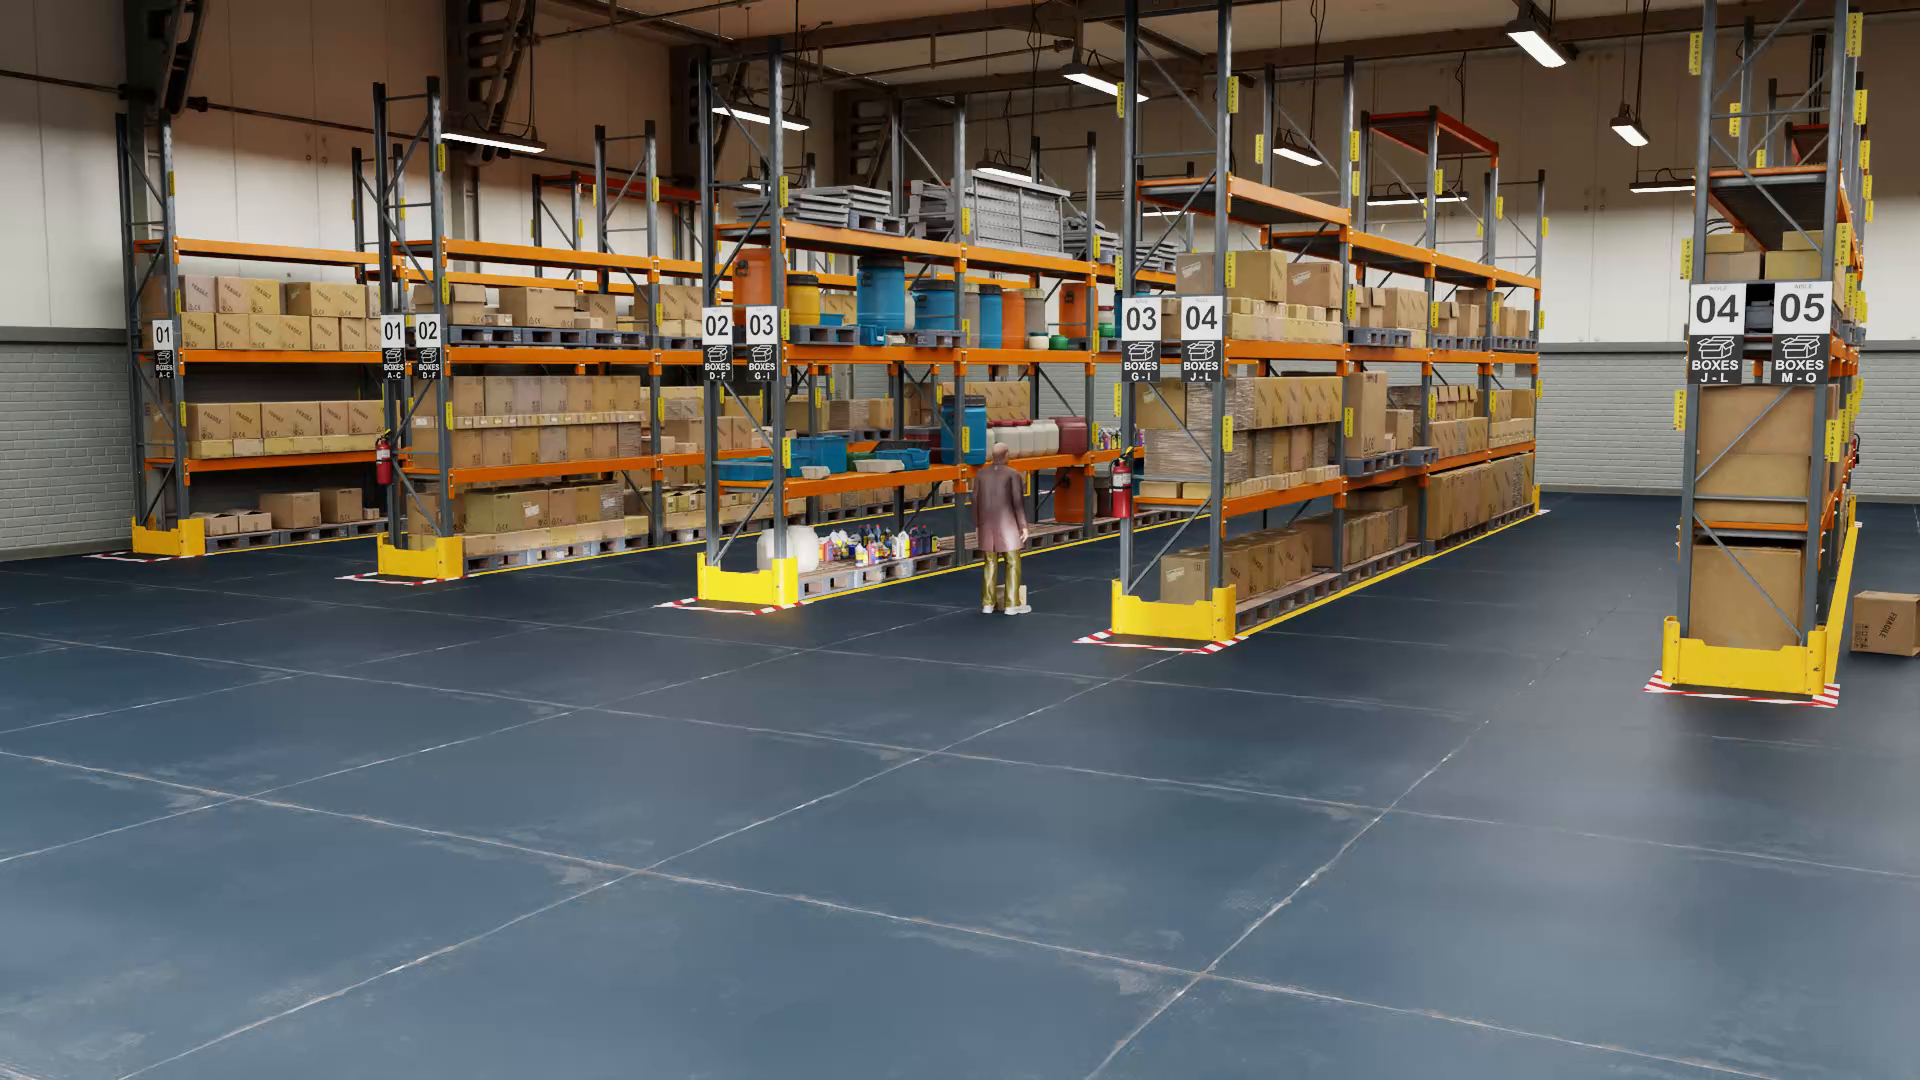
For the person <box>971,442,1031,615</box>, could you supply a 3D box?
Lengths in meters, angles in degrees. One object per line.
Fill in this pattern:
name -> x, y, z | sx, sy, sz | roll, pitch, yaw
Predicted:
person -> 0.418, -0.125, 17.296 | 0.643, 1.774, 0.424 | 3, 7, 29
